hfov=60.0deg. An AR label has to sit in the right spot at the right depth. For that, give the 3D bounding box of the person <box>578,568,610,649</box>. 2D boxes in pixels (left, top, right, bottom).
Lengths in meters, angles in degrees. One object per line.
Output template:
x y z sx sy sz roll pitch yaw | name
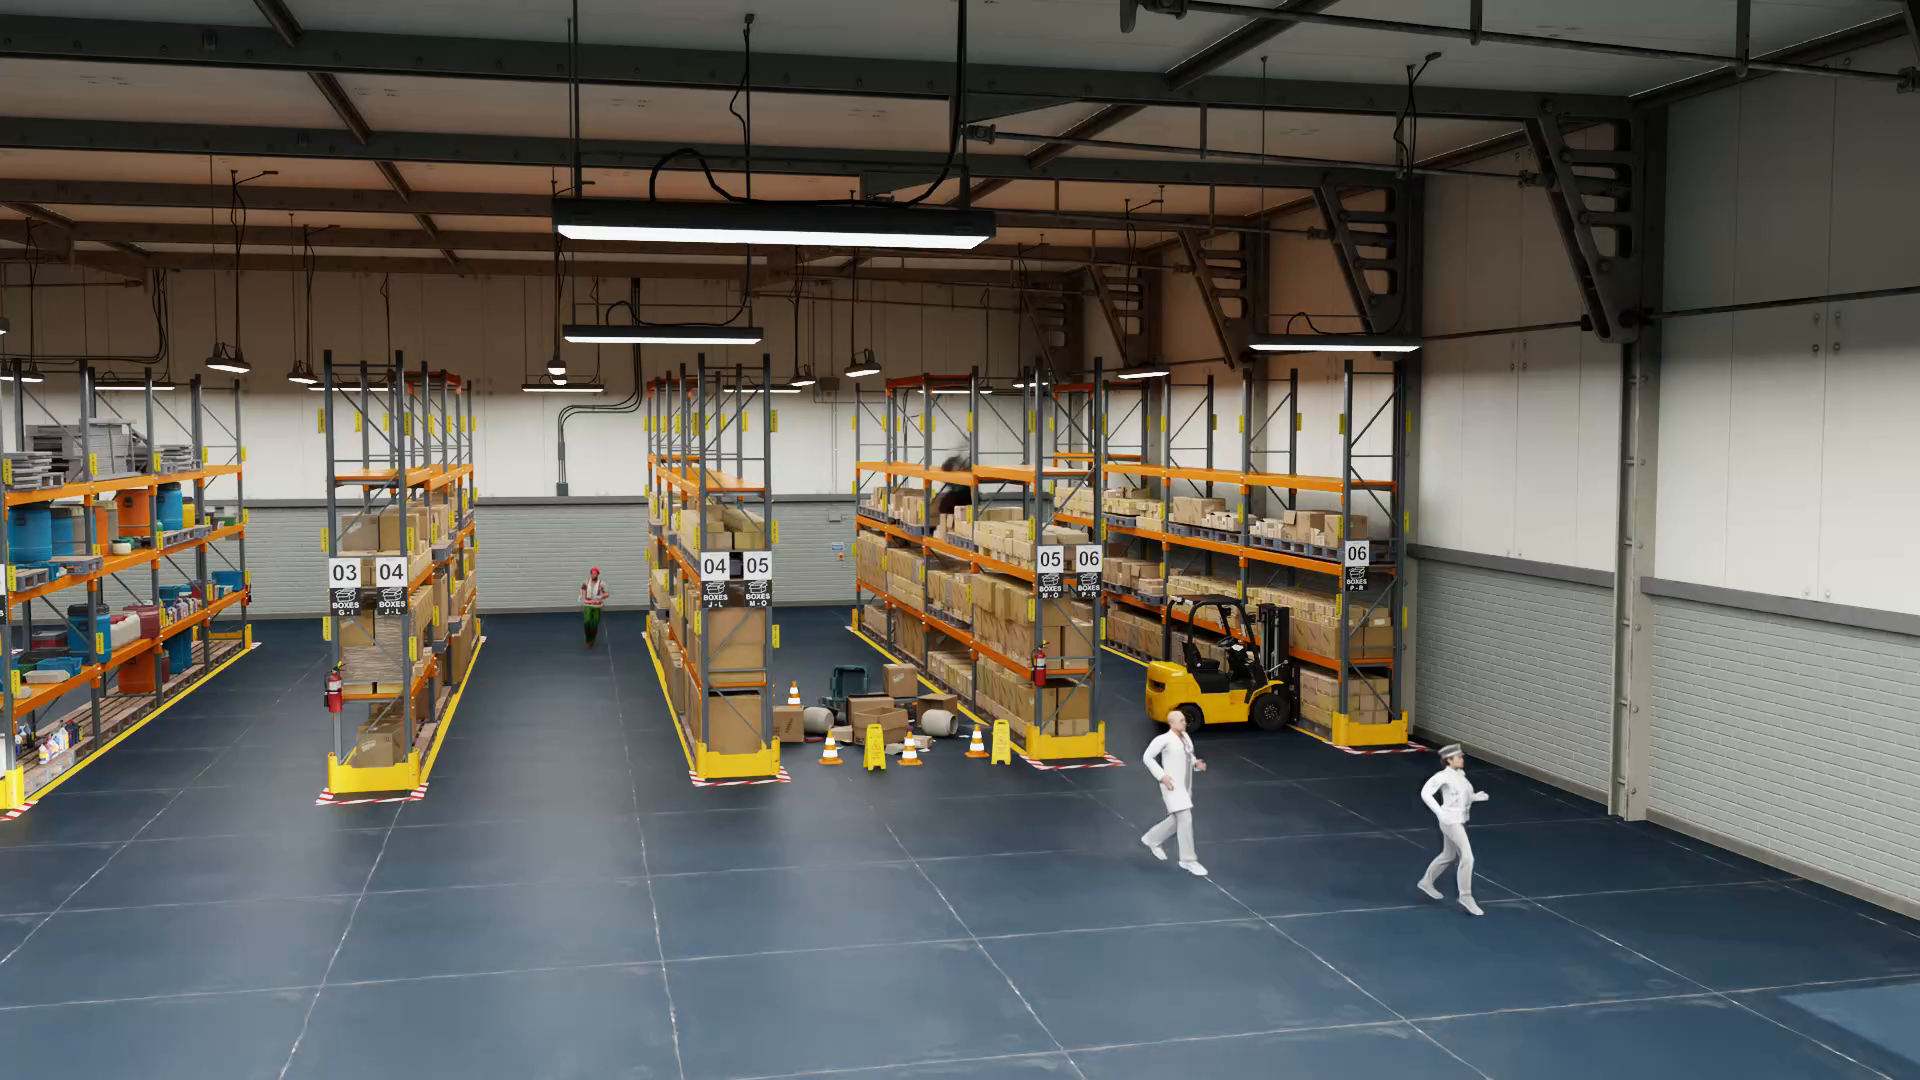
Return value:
-8.207 1.532 37.294 0.682 1.840 0.645 0 4 -4 | person

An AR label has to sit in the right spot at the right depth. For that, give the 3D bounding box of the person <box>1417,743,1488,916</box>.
5.086 2.954 17.178 0.717 1.745 0.598 3 5 35 | person

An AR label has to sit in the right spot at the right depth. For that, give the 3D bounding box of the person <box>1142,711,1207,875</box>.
2.407 2.806 18.706 0.920 1.795 0.705 3 5 38 | person
